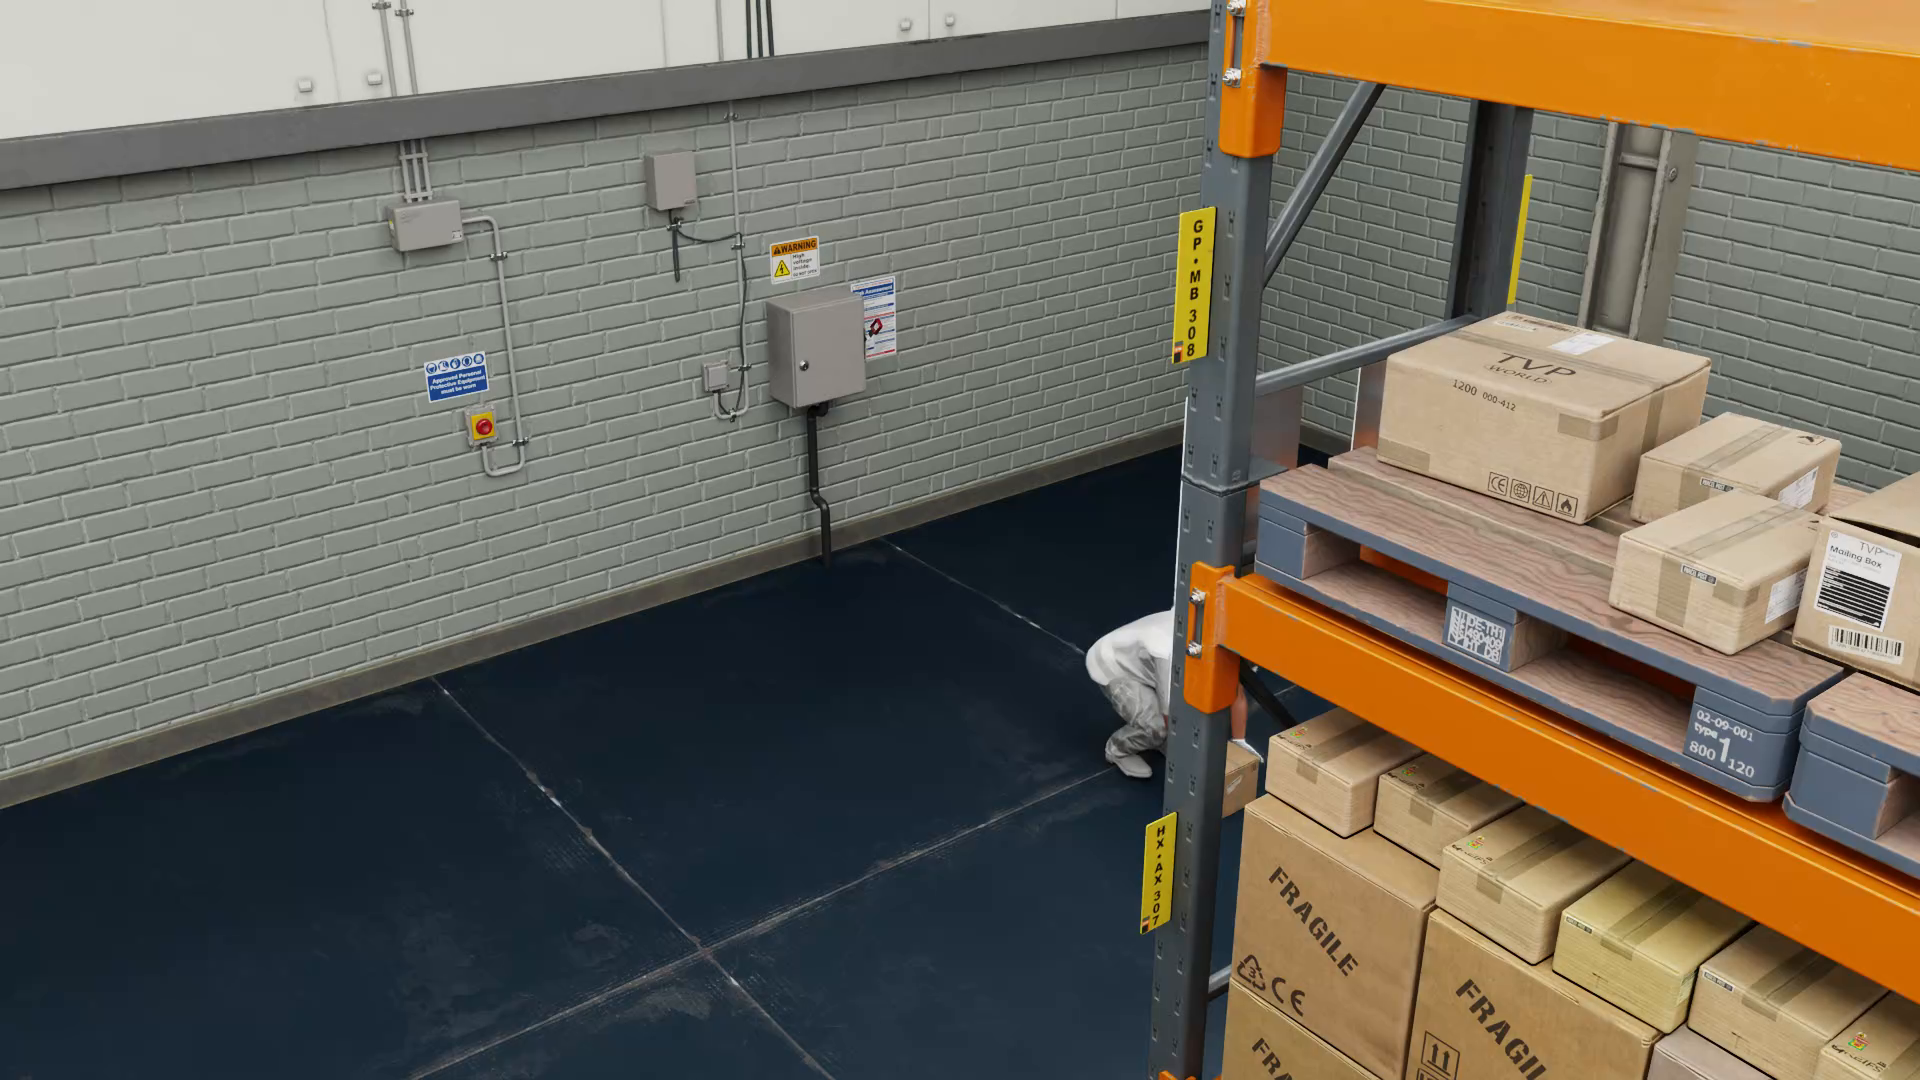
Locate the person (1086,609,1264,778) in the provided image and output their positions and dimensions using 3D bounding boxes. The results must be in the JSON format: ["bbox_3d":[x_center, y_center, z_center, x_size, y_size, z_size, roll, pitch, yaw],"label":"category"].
[{"bbox_3d":[1.042,0.713,8.064,0.576,0.921,0.911,-18,30,-34],"label":"person"}]
